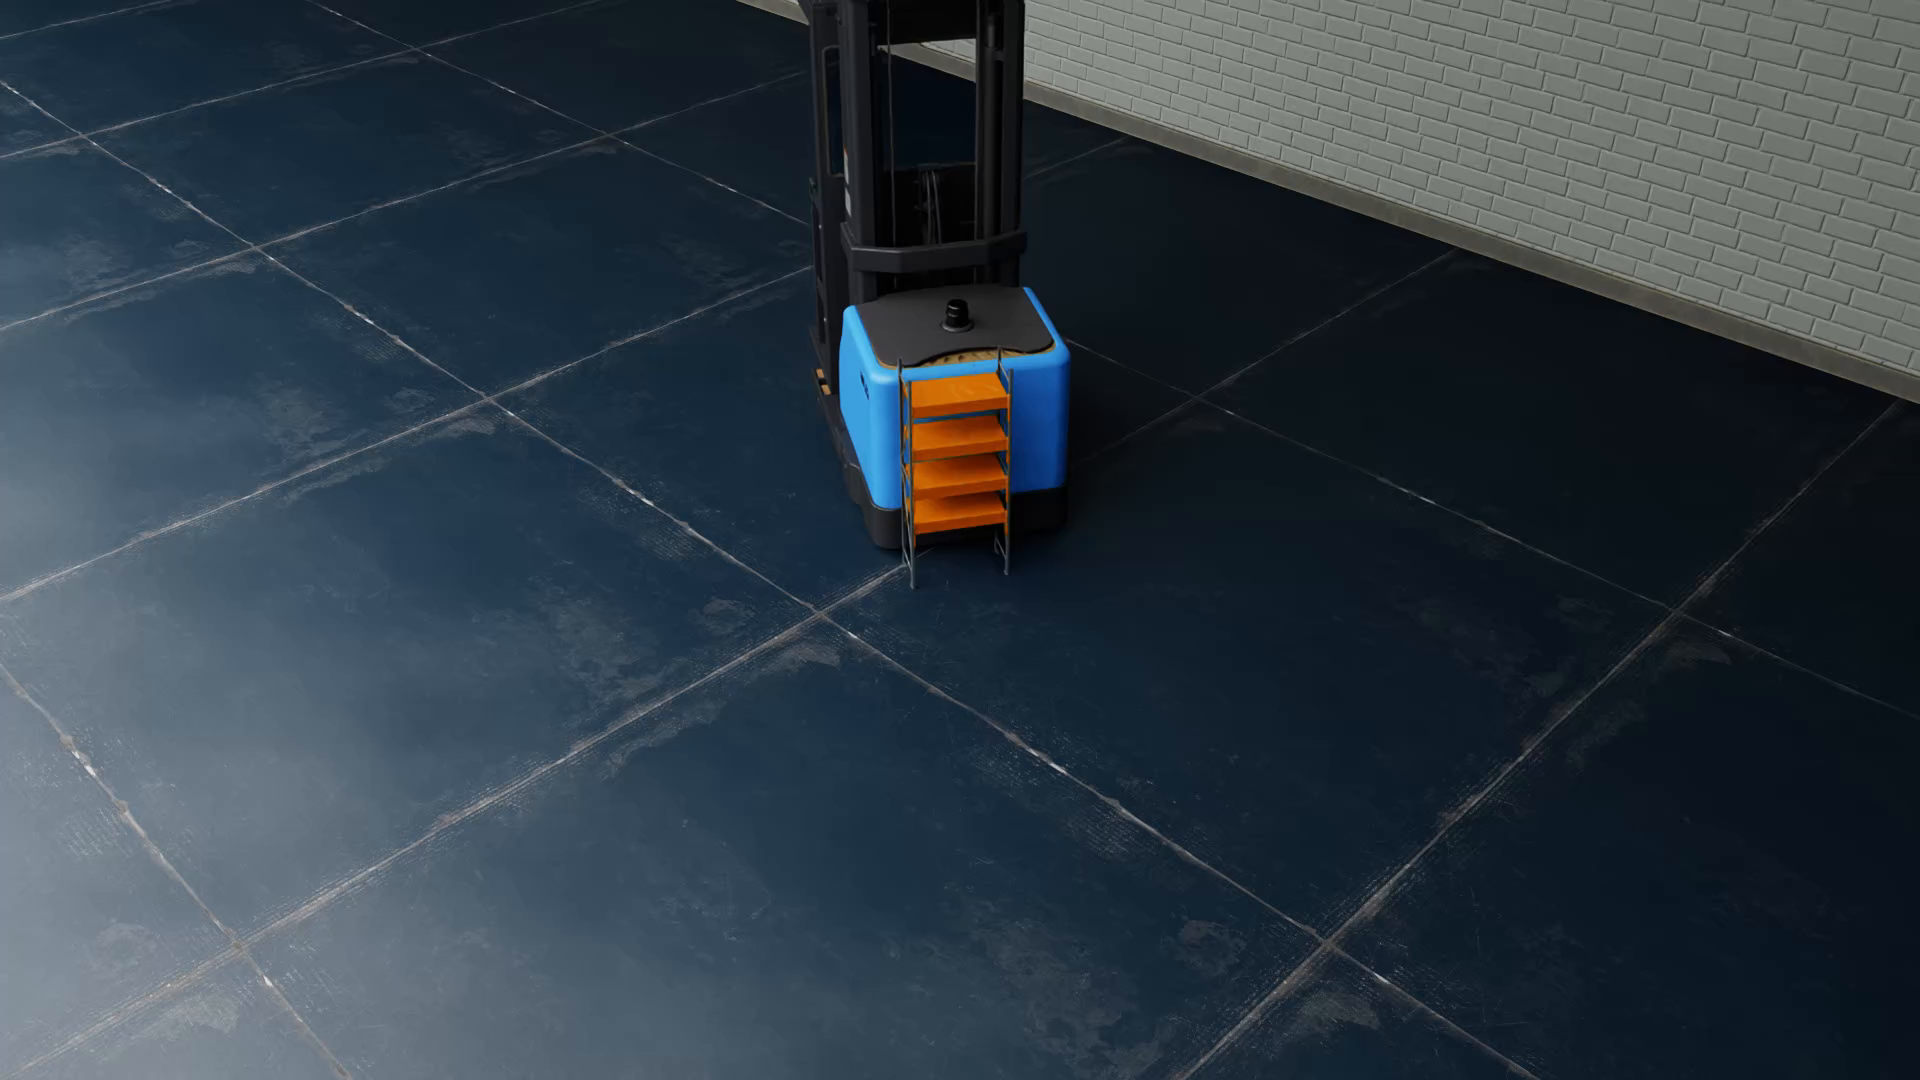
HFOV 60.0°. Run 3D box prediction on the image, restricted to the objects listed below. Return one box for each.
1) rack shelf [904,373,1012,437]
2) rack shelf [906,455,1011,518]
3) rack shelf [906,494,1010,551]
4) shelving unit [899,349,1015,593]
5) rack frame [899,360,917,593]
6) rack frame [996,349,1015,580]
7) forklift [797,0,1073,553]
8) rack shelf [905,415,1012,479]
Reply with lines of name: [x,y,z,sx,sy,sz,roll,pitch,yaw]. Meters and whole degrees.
rack shelf: [-0.015,-0.646,7.931,0.480,0.148,0.258,-8,36,-11]
rack shelf: [-0.015,-0.269,8.195,0.480,0.148,0.258,-8,36,-11]
rack shelf: [-0.015,-0.106,8.308,0.480,0.148,0.258,-8,36,-11]
shelving unit: [-0.015,-0.324,8.156,0.503,1.200,0.258,-8,36,-11]
rack frame: [-0.252,-0.292,8.110,0.015,1.200,0.240,-8,36,-11]
rack frame: [0.223,-0.356,8.202,0.015,1.200,0.240,-8,36,-11]
forklift: [-0.263,-1.978,9.014,1.130,2.935,3.031,-8,36,-11]
rack shelf: [-0.015,-0.452,8.067,0.480,0.148,0.258,-8,36,-11]
